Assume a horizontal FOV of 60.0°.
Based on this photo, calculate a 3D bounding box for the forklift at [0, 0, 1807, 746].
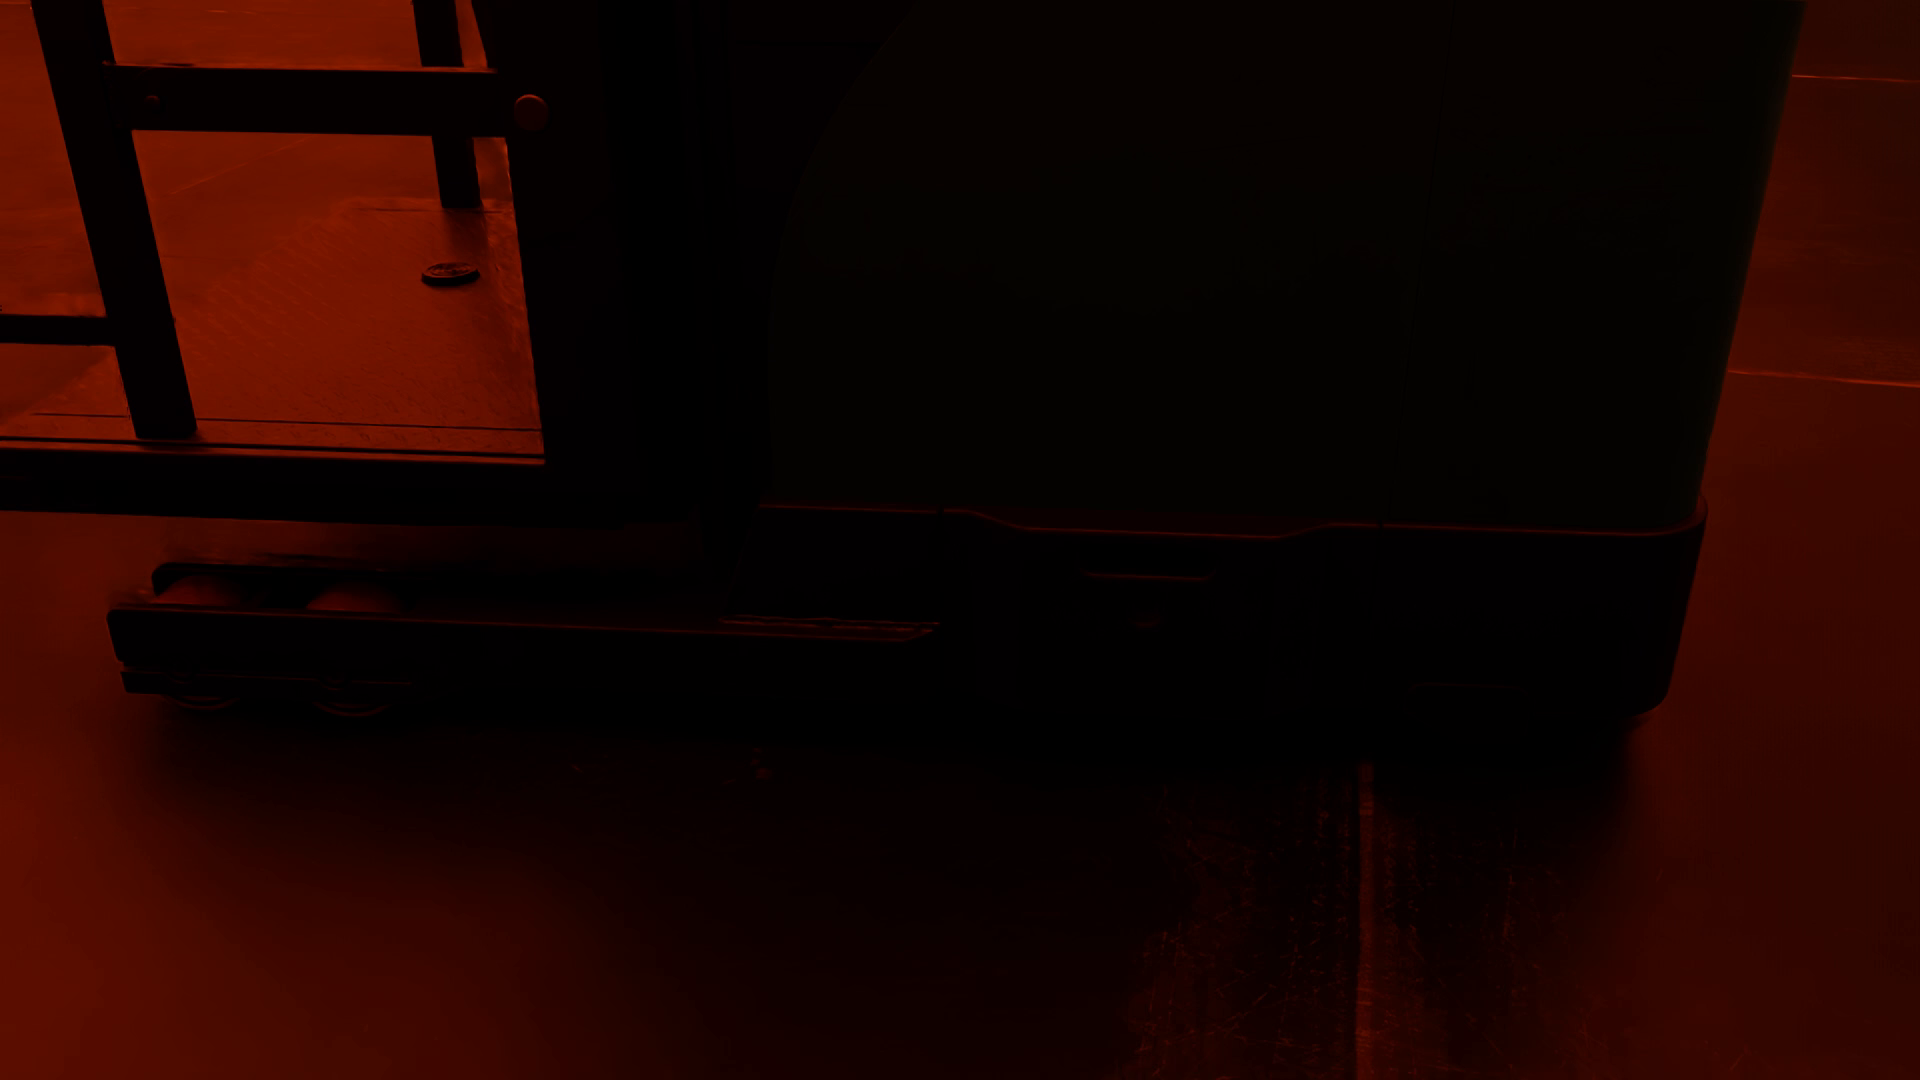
[{"bbox_3d":[-0.623,-1.323,1.869,3.031,2.935,1.130,2,27,4],"label":"forklift"}]
